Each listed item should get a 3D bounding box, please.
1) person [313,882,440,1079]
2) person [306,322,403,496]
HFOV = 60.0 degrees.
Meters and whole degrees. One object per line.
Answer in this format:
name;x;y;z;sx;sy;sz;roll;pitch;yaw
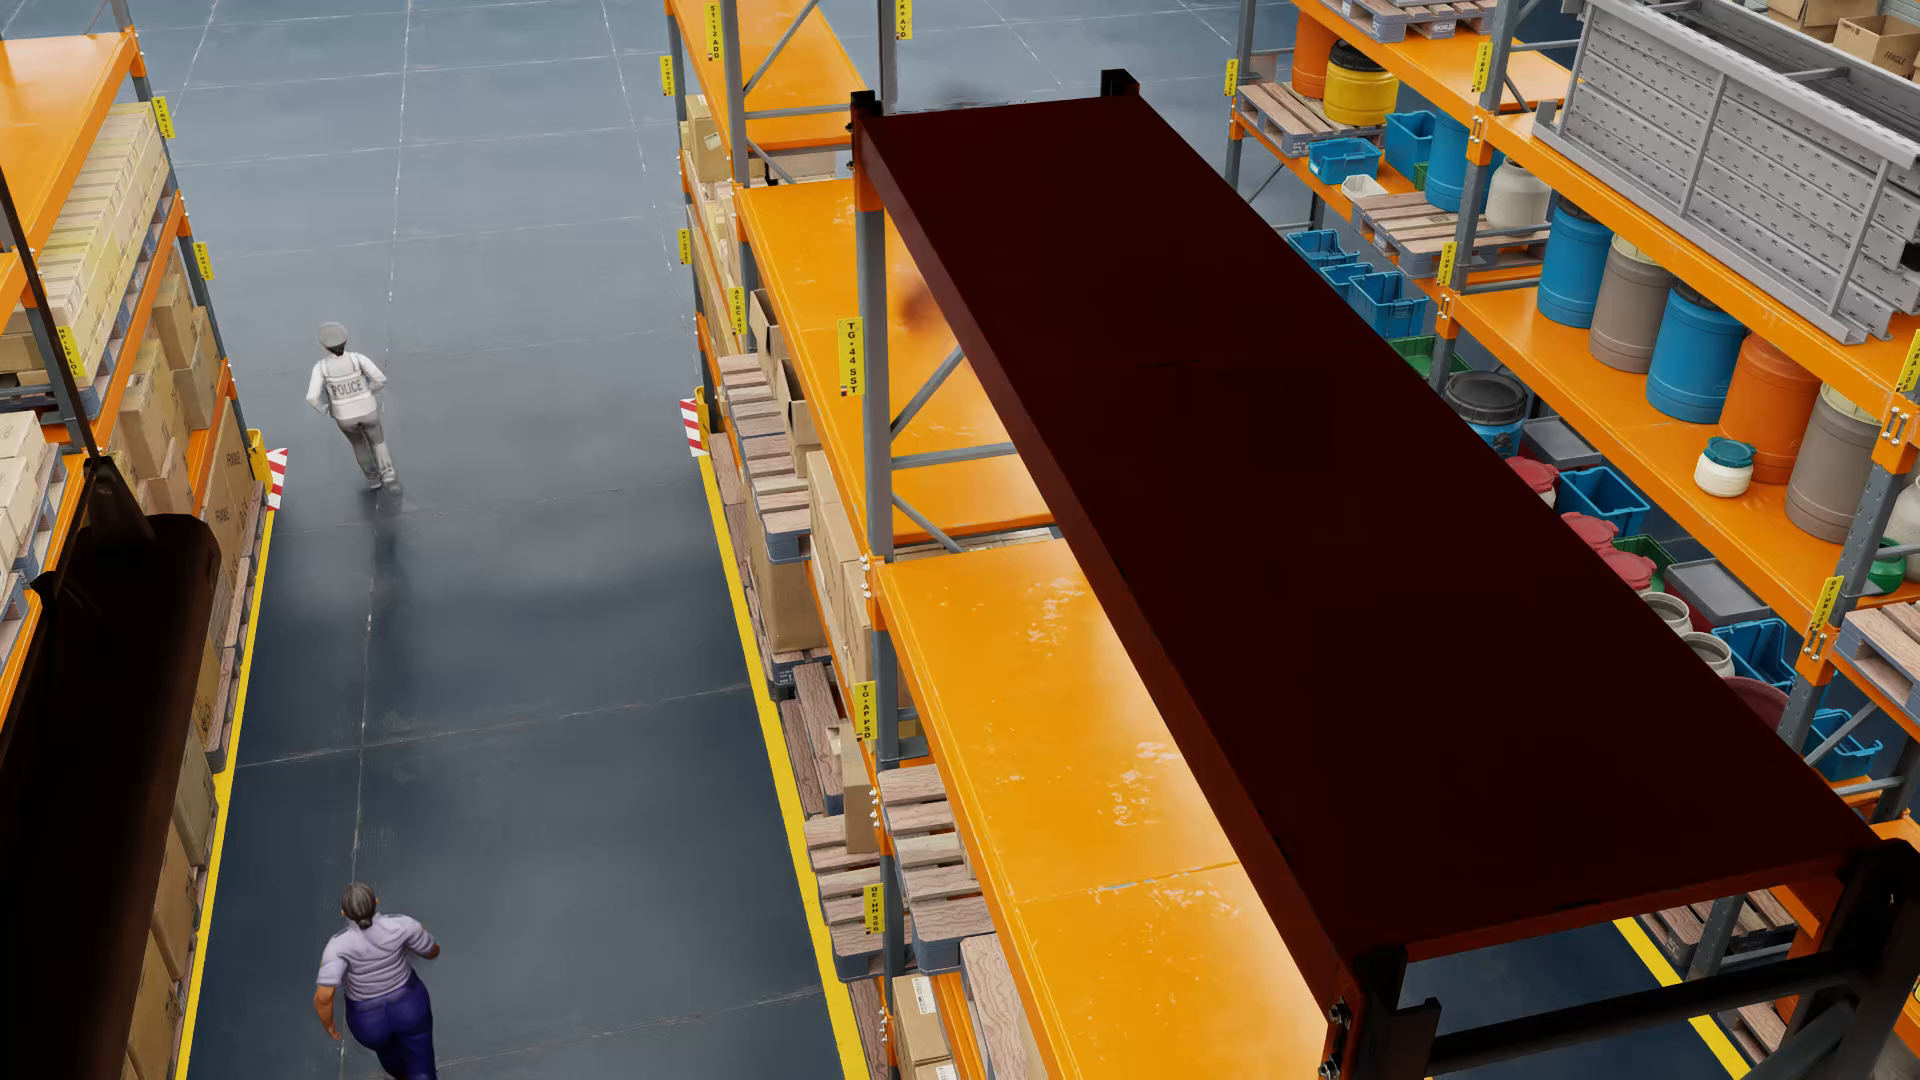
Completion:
person;-2.929;2.461;8.566;0.628;1.711;0.871;-15;37;-21
person;-5.174;-1.037;14.192;0.668;1.685;0.741;-16;37;-22
